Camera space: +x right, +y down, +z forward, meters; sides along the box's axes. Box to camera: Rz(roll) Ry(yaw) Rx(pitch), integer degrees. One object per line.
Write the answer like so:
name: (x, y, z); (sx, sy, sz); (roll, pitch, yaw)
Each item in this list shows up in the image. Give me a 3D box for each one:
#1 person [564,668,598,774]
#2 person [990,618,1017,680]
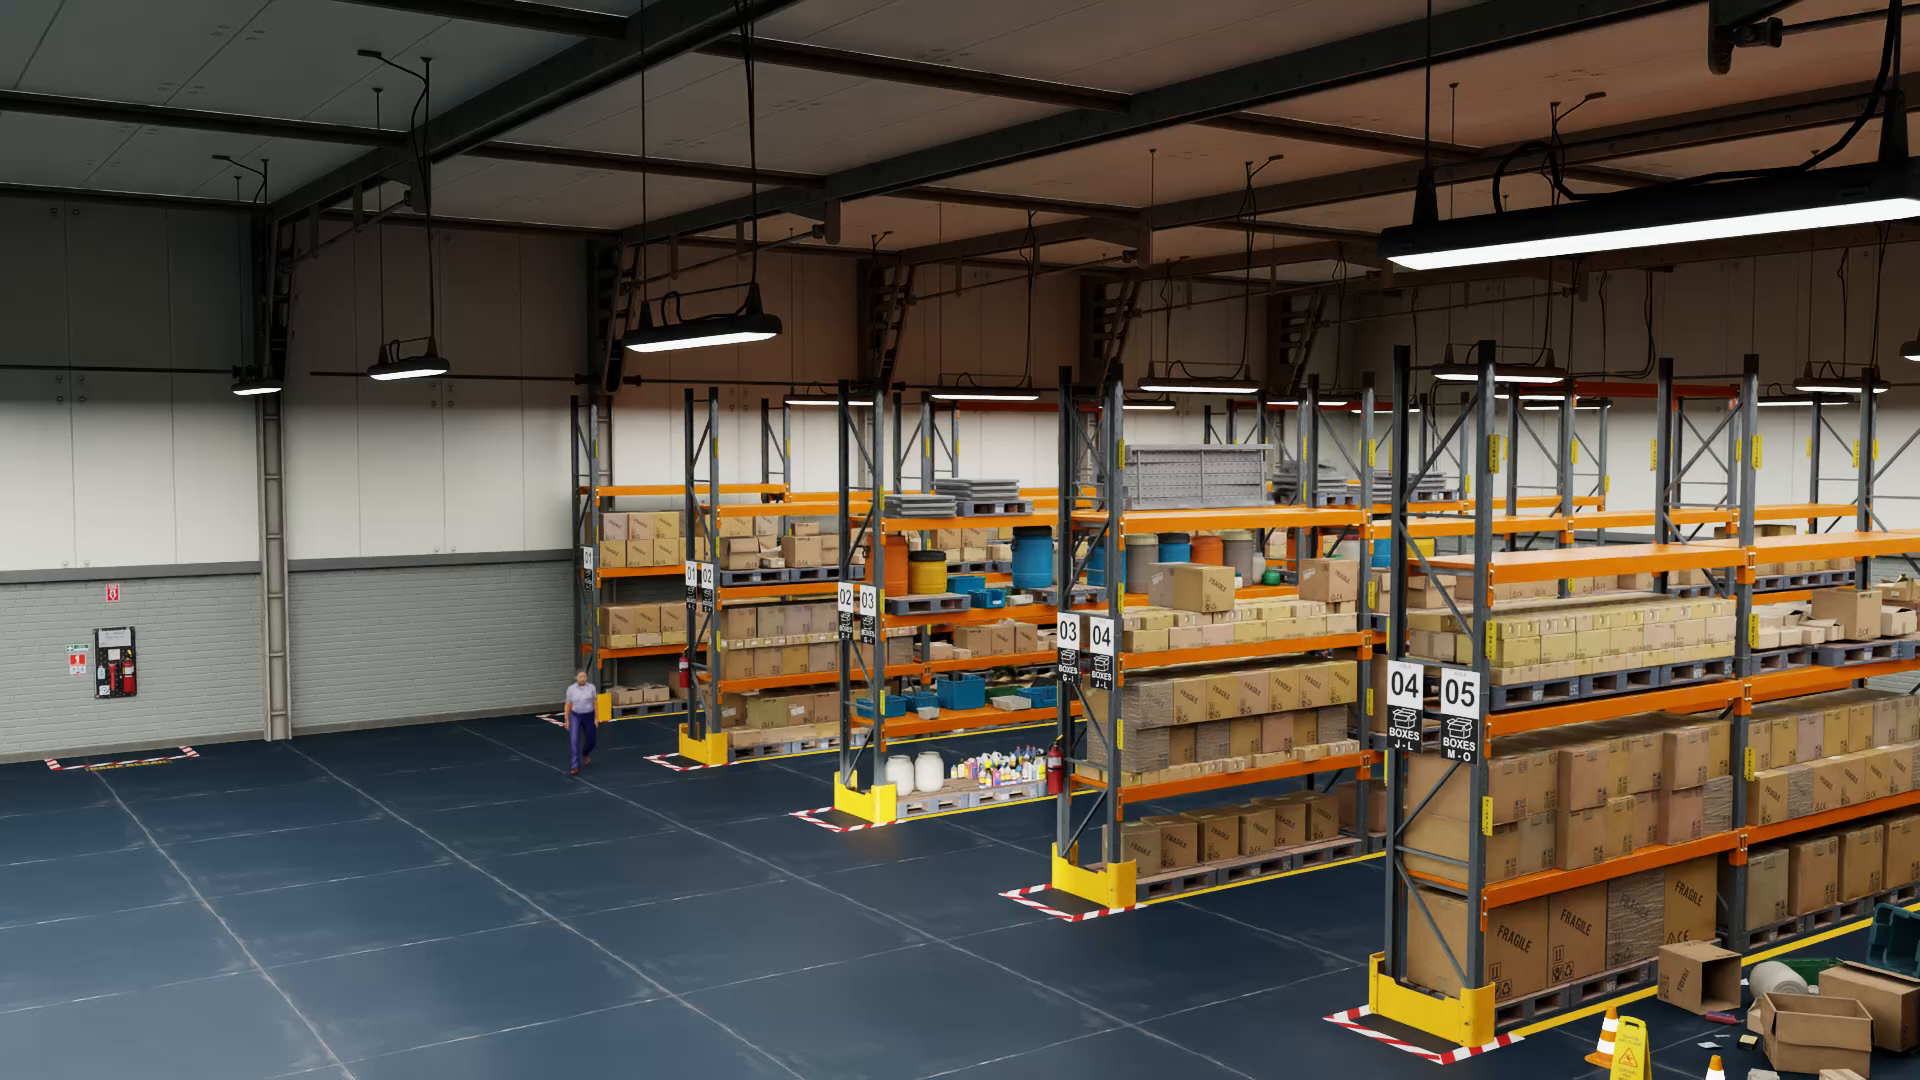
person: (-5.901, 2.801, 25.925); (0.511, 1.596, 0.903); (-1, 4, -20)
person: (0.865, 2.086, 33.988); (0.611, 1.606, 0.599); (-2, 4, -33)
